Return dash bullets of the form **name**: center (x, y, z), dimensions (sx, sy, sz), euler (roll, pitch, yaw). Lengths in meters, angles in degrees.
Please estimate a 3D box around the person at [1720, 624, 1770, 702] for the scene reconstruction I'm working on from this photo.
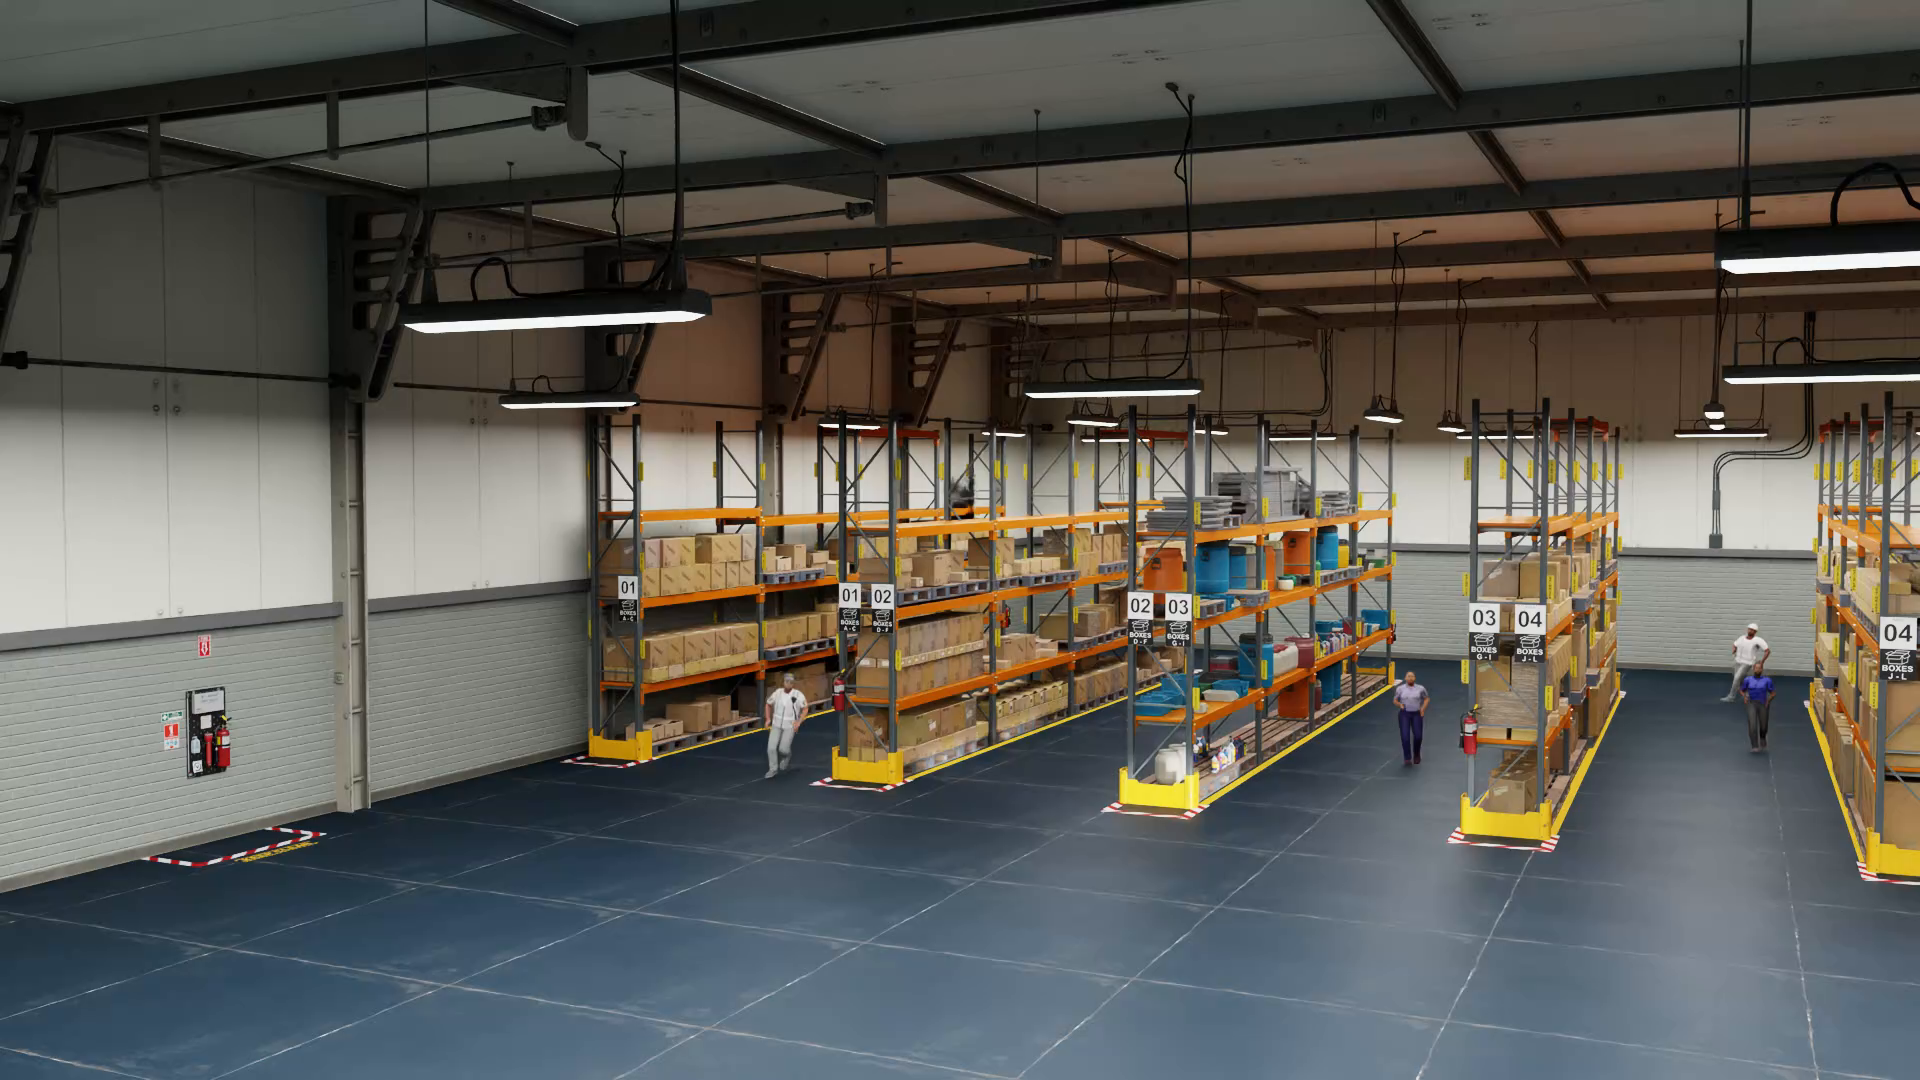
- **person**: center (16.890, 2.650, 35.865), dimensions (0.940, 1.713, 0.758), euler (-1, 2, -19)

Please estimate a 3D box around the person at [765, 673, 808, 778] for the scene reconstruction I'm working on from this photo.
- **person**: center (-2.864, 3.031, 27.307), dimensions (0.707, 1.713, 0.563), euler (0, 2, 9)

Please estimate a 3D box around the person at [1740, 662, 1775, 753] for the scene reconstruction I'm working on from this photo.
- **person**: center (14.196, 2.984, 29.618), dimensions (0.573, 1.591, 0.584), euler (1, 3, 26)

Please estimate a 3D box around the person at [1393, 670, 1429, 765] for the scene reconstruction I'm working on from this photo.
- **person**: center (7.657, 3.030, 28.237), dimensions (0.592, 1.600, 0.559), euler (1, 2, 15)
